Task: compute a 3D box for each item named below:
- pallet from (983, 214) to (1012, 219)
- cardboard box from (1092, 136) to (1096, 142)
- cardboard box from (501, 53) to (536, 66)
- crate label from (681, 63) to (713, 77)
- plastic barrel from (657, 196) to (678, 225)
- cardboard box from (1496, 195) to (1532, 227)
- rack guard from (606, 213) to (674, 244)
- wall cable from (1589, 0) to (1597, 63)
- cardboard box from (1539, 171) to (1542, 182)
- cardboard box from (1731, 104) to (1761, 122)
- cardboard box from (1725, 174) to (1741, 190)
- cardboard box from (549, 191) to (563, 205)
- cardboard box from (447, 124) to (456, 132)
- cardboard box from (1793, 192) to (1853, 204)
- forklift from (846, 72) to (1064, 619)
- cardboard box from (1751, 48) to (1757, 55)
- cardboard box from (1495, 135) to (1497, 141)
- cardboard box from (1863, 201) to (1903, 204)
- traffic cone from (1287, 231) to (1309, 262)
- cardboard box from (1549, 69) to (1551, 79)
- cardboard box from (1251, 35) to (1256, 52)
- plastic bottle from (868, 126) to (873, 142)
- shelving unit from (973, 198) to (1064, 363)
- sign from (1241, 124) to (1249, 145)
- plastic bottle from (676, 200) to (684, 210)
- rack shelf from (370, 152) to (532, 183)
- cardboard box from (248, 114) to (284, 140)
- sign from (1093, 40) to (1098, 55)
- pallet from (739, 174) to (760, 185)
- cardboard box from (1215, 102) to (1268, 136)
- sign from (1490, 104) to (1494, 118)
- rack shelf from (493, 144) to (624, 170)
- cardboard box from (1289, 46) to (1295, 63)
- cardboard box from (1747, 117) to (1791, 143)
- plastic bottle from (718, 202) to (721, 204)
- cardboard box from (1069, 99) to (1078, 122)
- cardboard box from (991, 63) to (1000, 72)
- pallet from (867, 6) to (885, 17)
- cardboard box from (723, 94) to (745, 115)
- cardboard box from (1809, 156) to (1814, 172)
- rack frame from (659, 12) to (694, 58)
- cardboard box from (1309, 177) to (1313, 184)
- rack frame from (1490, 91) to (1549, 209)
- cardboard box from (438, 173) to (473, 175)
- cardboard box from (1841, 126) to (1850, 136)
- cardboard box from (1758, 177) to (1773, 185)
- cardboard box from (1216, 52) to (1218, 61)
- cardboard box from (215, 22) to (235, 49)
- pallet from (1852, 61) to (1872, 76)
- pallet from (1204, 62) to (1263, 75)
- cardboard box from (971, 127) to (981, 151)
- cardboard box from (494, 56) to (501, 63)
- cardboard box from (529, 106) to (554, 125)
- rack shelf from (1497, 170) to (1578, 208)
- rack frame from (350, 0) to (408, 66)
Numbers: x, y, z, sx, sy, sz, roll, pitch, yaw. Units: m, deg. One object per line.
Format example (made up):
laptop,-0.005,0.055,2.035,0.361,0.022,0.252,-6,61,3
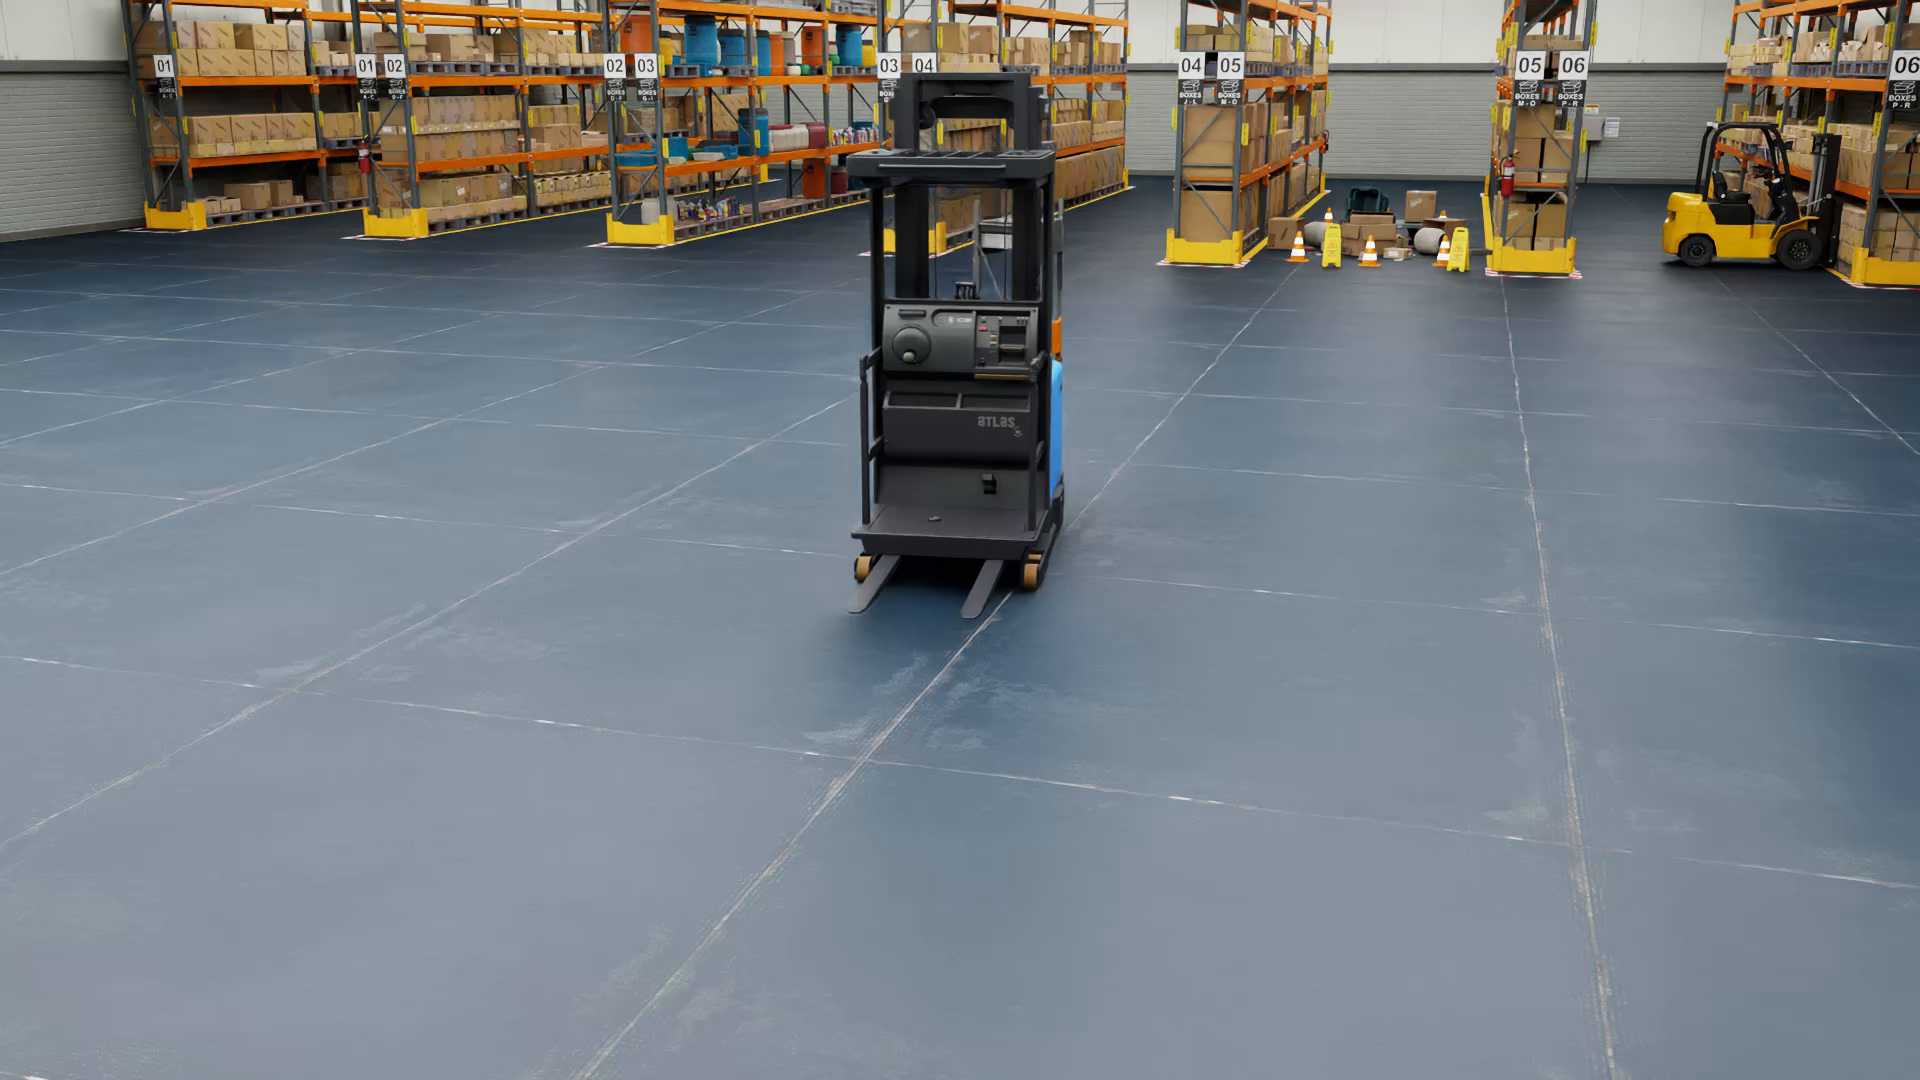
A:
pallet,0.508,-6.187,32.255,1.003,0.211,1.213,5,16,16
cardboard box,2.964,-9.348,38.752,0.380,0.149,0.250,5,16,16
cardboard box,-9.025,-9.827,33.988,0.500,0.250,0.500,6,17,22
crate label,-4.749,-8.498,30.068,0.502,0.251,0.408,5,16,16
plastic barrel,-5.341,-5.977,30.193,0.421,0.512,0.421,0,16,0
cardboard box,9.073,-5.386,27.217,0.500,0.500,0.500,6,17,19
rack guard,-5.621,-5.483,29.245,1.175,0.500,0.348,5,16,16
wall cable,17.926,-13.825,43.011,2.988,3.039,0.133,5,16,16
cardboard box,9.006,-5.529,25.285,0.380,0.149,0.250,5,17,17
cardboard box,17.146,-9.253,36.311,0.500,0.500,0.500,5,17,17
cardboard box,17.169,-7.807,36.669,0.500,0.500,0.500,5,17,17
cardboard box,-8.710,-7.193,34.962,0.500,0.250,0.500,5,17,17
cardboard box,-9.736,-7.764,31.332,0.380,0.149,0.250,4,16,14
cardboard box,15.126,-5.769,29.252,0.875,0.625,0.625,4,16,14
forklift,-0.028,-1.214,9.738,1.130,2.935,3.031,2,16,8
cardboard box,16.317,-9.937,33.830,0.380,0.149,0.250,5,17,17
cardboard box,11.088,-8.187,33.557,0.500,0.250,0.500,4,16,14
cardboard box,14.309,-5.124,25.834,0.500,0.250,0.500,5,17,16
traffic cone,5.390,-4.676,26.465,0.336,0.463,0.334,5,16,16
cardboard box,9.274,-7.172,25.582,0.380,0.149,0.250,4,16,14
cardboard box,4.404,-7.871,26.361,0.500,0.250,0.500,4,16,15
plastic bottle,-2.135,-9.512,38.959,0.144,0.351,0.185,5,16,16
shelving unit,0.404,-1.306,11.585,0.431,2.100,0.503,11,19,34
sign,4.408,-6.277,25.731,0.100,0.325,0.005,5,16,16
plastic bottle,-5.315,-6.258,31.443,0.144,0.351,0.185,5,17,18
rack shelf,-9.777,-7.225,32.122,1.077,0.370,4.000,5,16,16
cardboard box,-14.087,-8.366,33.690,0.500,0.500,0.500,4,16,14
sign,3.084,-11.221,37.873,0.100,0.325,0.005,5,16,16
pallet,-6.046,-9.663,44.512,1.003,0.211,1.213,5,16,16
cardboard box,4.832,-7.259,28.669,0.875,0.550,0.550,5,16,16
sign,12.669,-10.195,39.544,0.100,0.325,0.005,5,16,16
rack shelf,-8.641,-8.271,35.811,1.077,0.370,4.000,5,16,16
cardboard box,6.142,-9.314,31.882,0.500,0.311,0.500,5,16,16
cardboard box,16.324,-8.271,33.539,0.700,0.500,0.500,5,17,16
plastic bottle,-4.571,-6.374,31.990,0.152,0.276,0.135,5,16,16
cardboard box,2.182,-9.602,37.164,0.797,0.503,0.637,5,17,16
cardboard box,0.409,-8.556,30.276,0.500,0.250,0.500,5,17,18
pallet,-2.393,-12.186,38.380,1.003,0.211,1.213,5,16,16
cardboard box,-5.947,-11.356,43.355,0.500,0.500,0.500,5,17,17
cardboard box,14.442,-6.252,27.650,0.500,0.250,0.500,5,17,17
rack frame,-6.935,-13.073,40.429,1.000,3.000,0.127,5,16,16
cardboard box,8.031,-8.392,38.828,0.380,0.149,0.250,4,16,15
rack frame,12.063,-8.649,35.826,1.000,3.000,0.127,5,16,16
cardboard box,-9.925,-6.975,32.819,0.500,0.500,0.500,5,16,16
cardboard box,13.903,-6.343,25.778,0.380,0.149,0.250,4,16,15
cardboard box,16.155,-7.157,33.188,0.380,0.149,0.250,5,17,18
cardboard box,4.009,-7.885,27.143,0.380,0.149,0.250,5,17,16
cardboard box,-14.428,-9.757,32.181,0.500,0.500,0.500,5,17,17
pallet,13.983,-7.029,24.781,1.003,0.211,1.213,5,16,16
pallet,4.424,-7.783,27.436,1.003,0.211,1.213,5,16,16
cardboard box,-0.121,-7.136,29.764,0.875,0.500,0.500,5,16,16
cardboard box,-11.716,-12.388,42.834,0.500,0.250,0.500,5,17,16
cardboard box,-11.303,-11.046,43.725,0.980,0.700,0.700,4,16,14
rack shelf,9.221,-5.687,26.700,1.077,0.370,4.000,5,16,16
rack frame,-10.346,-9.934,29.360,1.000,3.000,0.127,5,16,16
